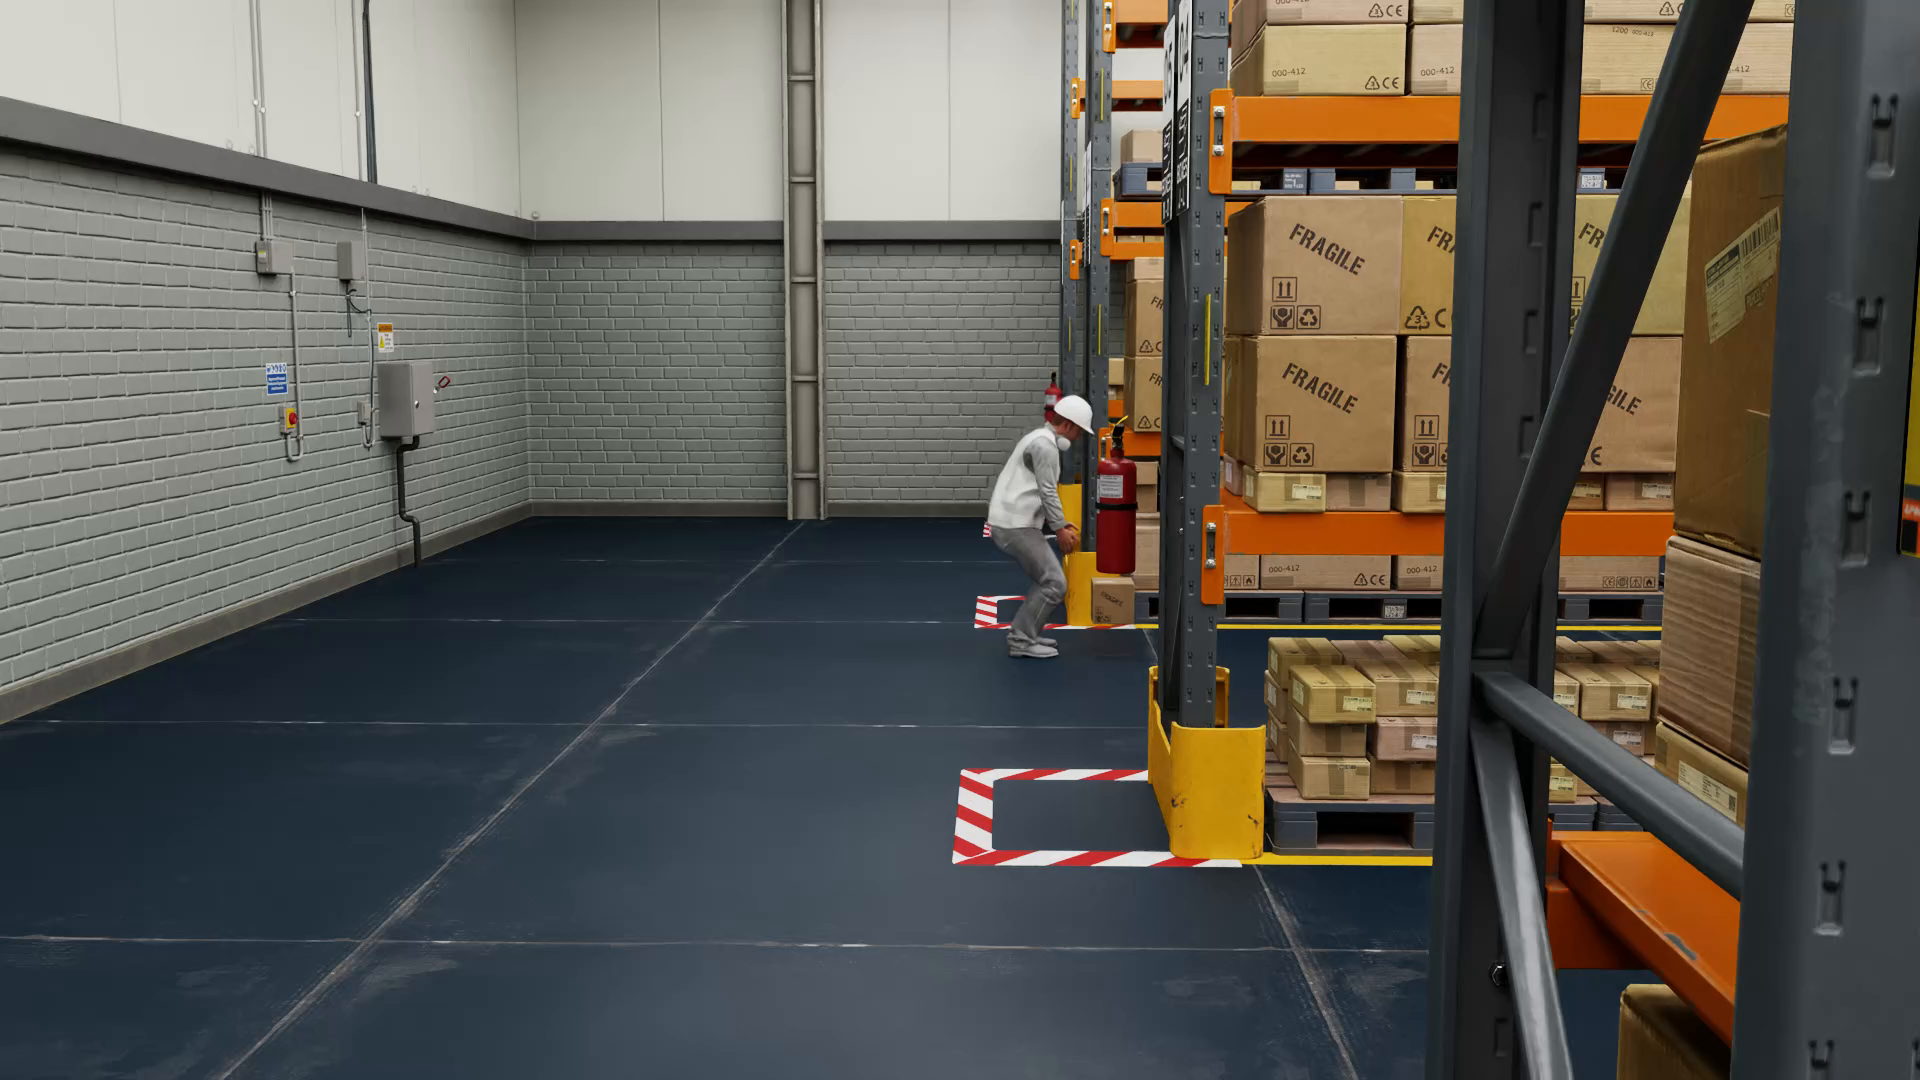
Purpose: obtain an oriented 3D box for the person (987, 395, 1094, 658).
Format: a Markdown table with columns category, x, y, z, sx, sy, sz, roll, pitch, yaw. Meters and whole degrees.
| category | x | y | z | sx | sy | sz | roll | pitch | yaw |
| --- | --- | --- | --- | --- | --- | --- | --- | --- | --- |
| person | 0.490 | -0.092 | 10.191 | 0.649 | 1.584 | 0.586 | 0 | 7 | 2 |
